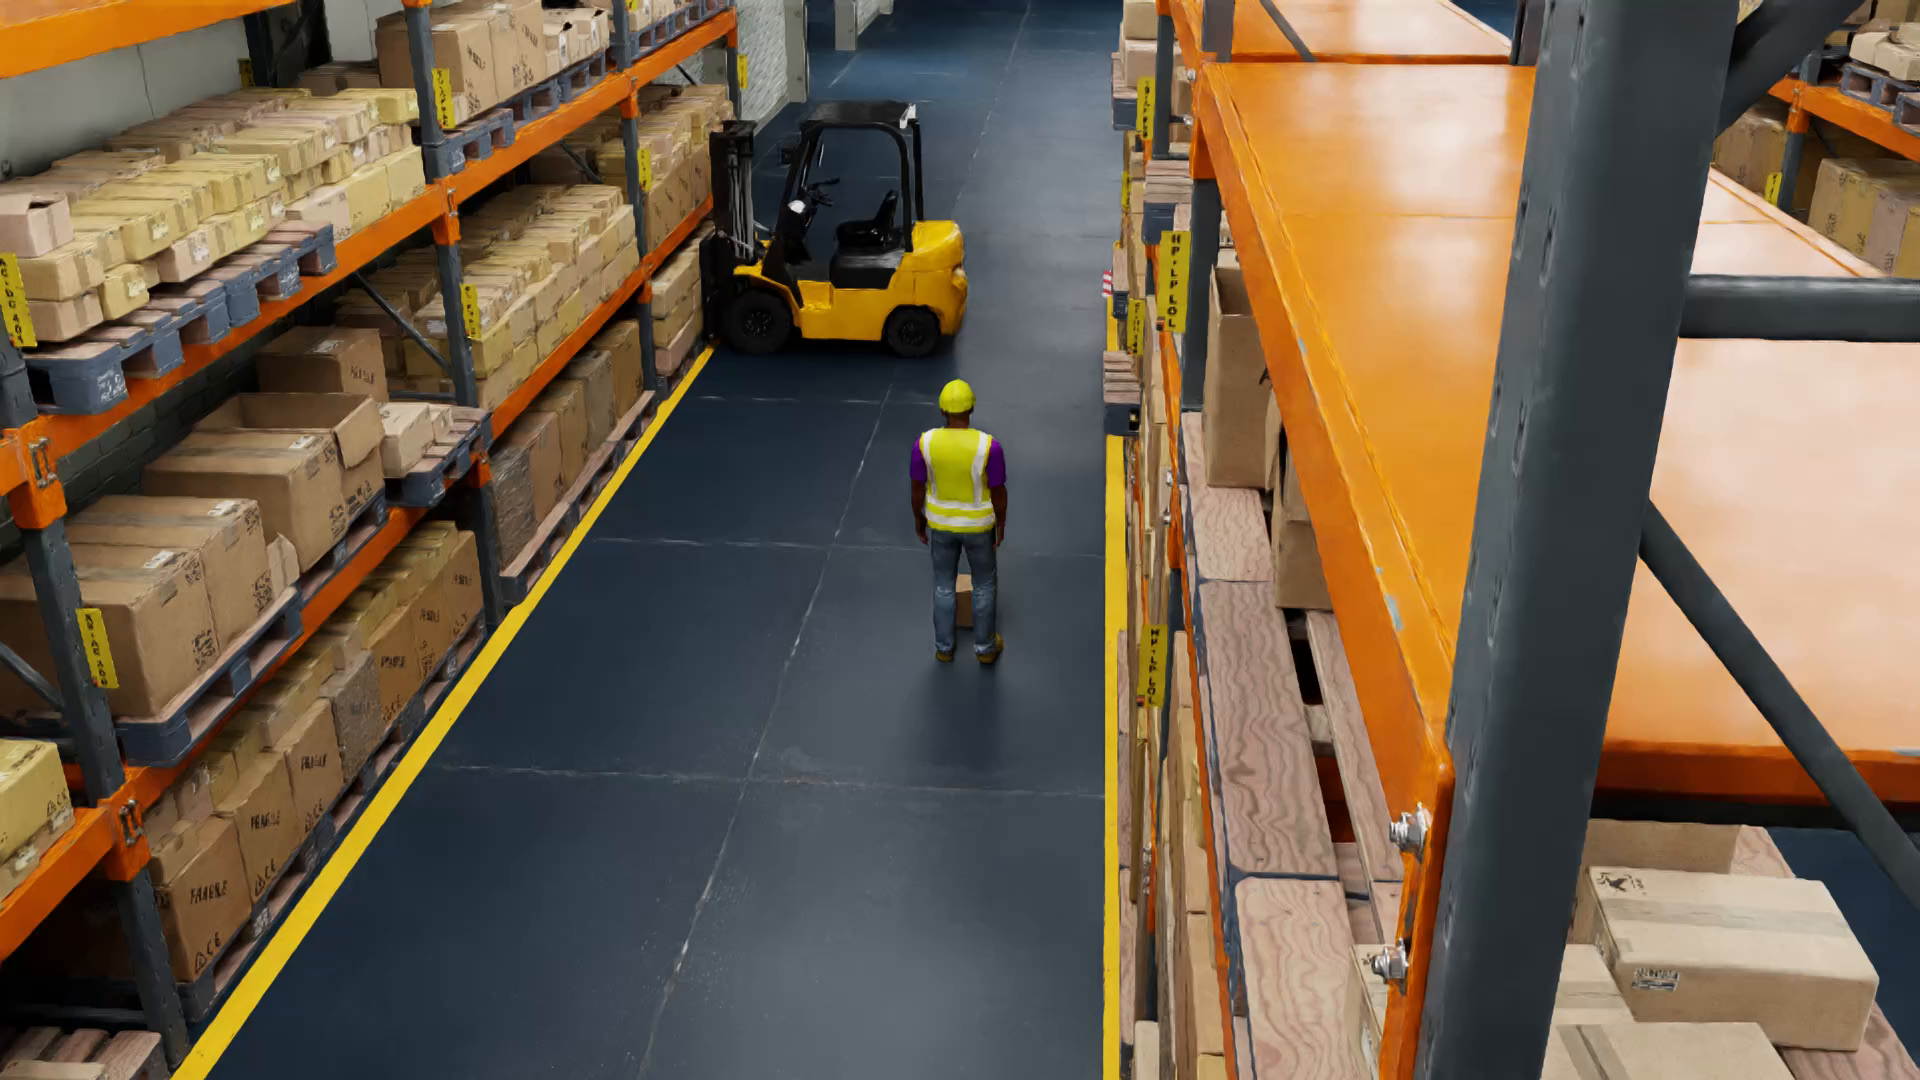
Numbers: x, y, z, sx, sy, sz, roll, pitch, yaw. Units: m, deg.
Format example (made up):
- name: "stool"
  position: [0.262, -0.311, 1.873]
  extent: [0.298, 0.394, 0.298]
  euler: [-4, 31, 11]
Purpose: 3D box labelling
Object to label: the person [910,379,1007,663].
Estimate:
- name: "person"
  position: [0.001, -0.114, 9.827]
  extent: [0.577, 1.766, 0.406]
  euler: [5, 25, 11]
